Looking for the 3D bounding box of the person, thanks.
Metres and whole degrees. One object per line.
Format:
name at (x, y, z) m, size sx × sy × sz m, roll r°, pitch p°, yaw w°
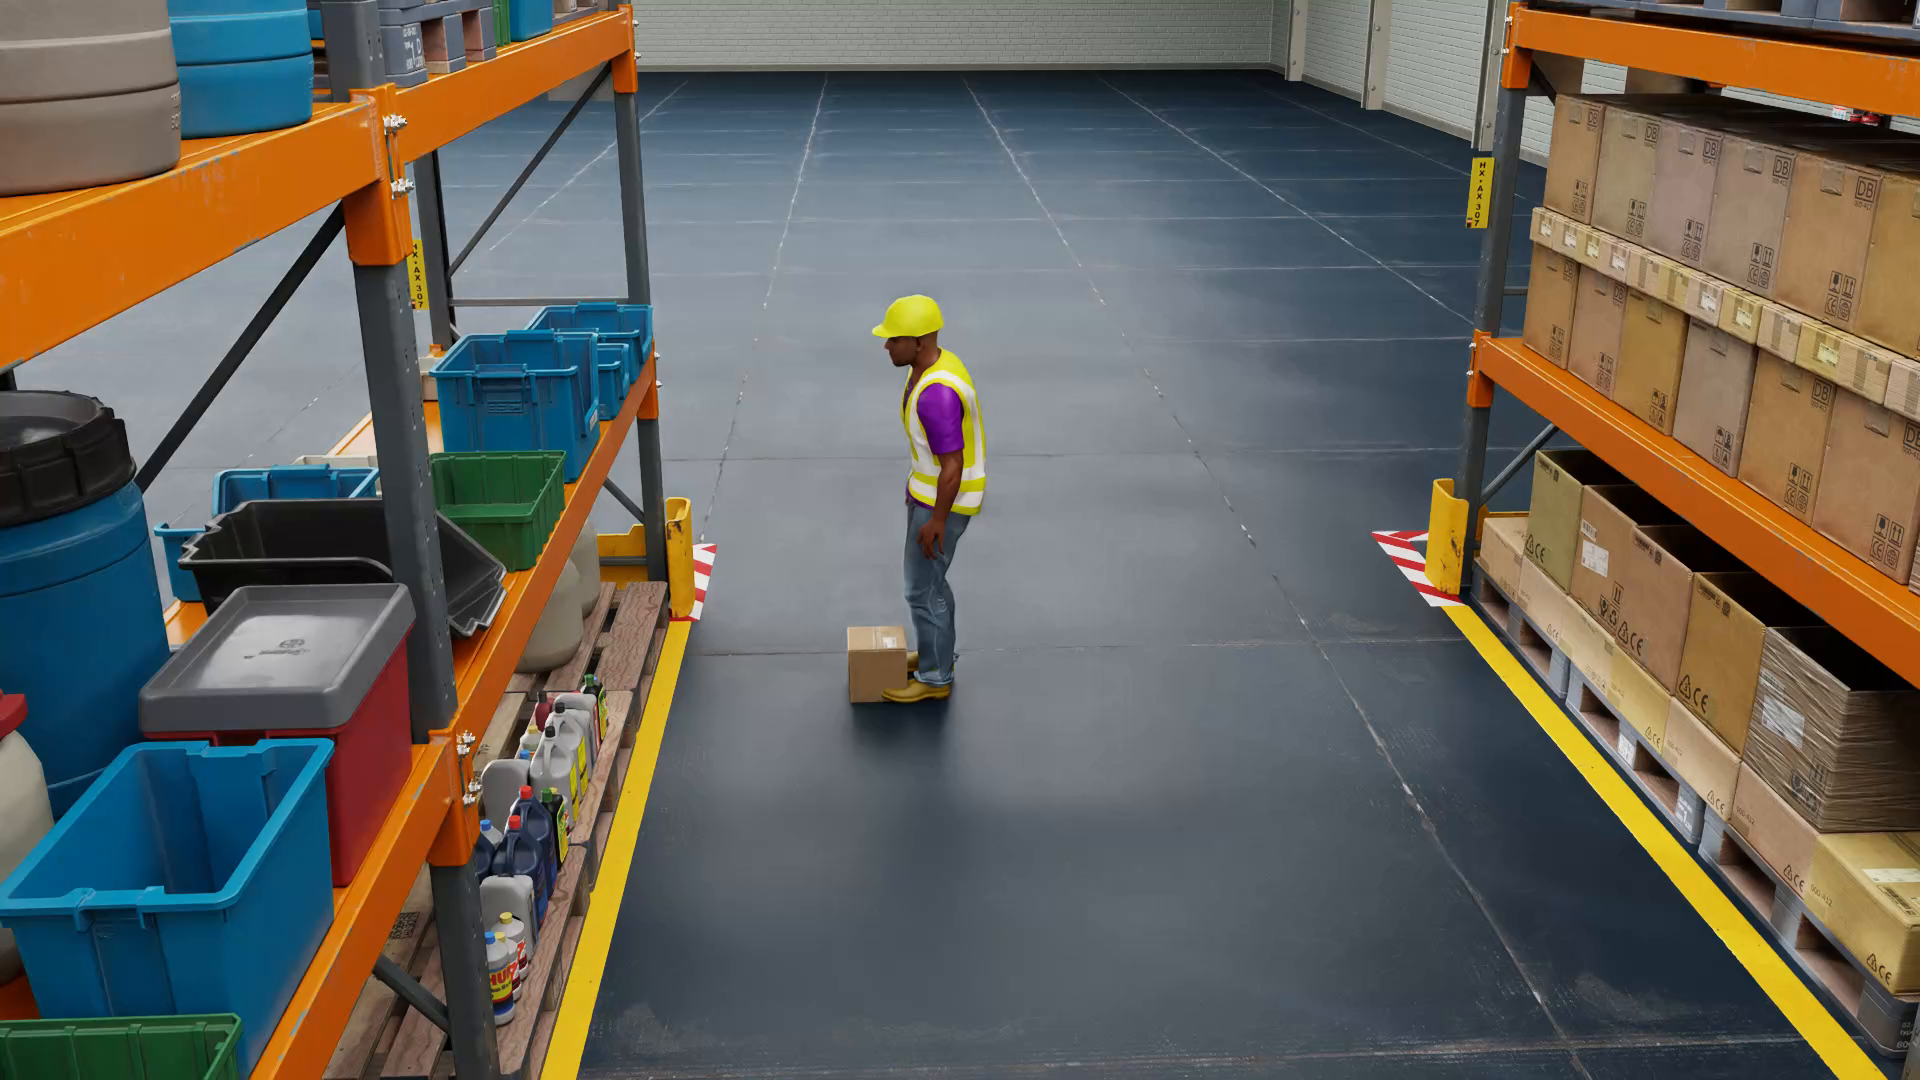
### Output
person at (-0.139, -0.173, 7.020) m, size 0.462 × 1.760 × 0.635 m, roll -1°, pitch 20°, yaw -4°
